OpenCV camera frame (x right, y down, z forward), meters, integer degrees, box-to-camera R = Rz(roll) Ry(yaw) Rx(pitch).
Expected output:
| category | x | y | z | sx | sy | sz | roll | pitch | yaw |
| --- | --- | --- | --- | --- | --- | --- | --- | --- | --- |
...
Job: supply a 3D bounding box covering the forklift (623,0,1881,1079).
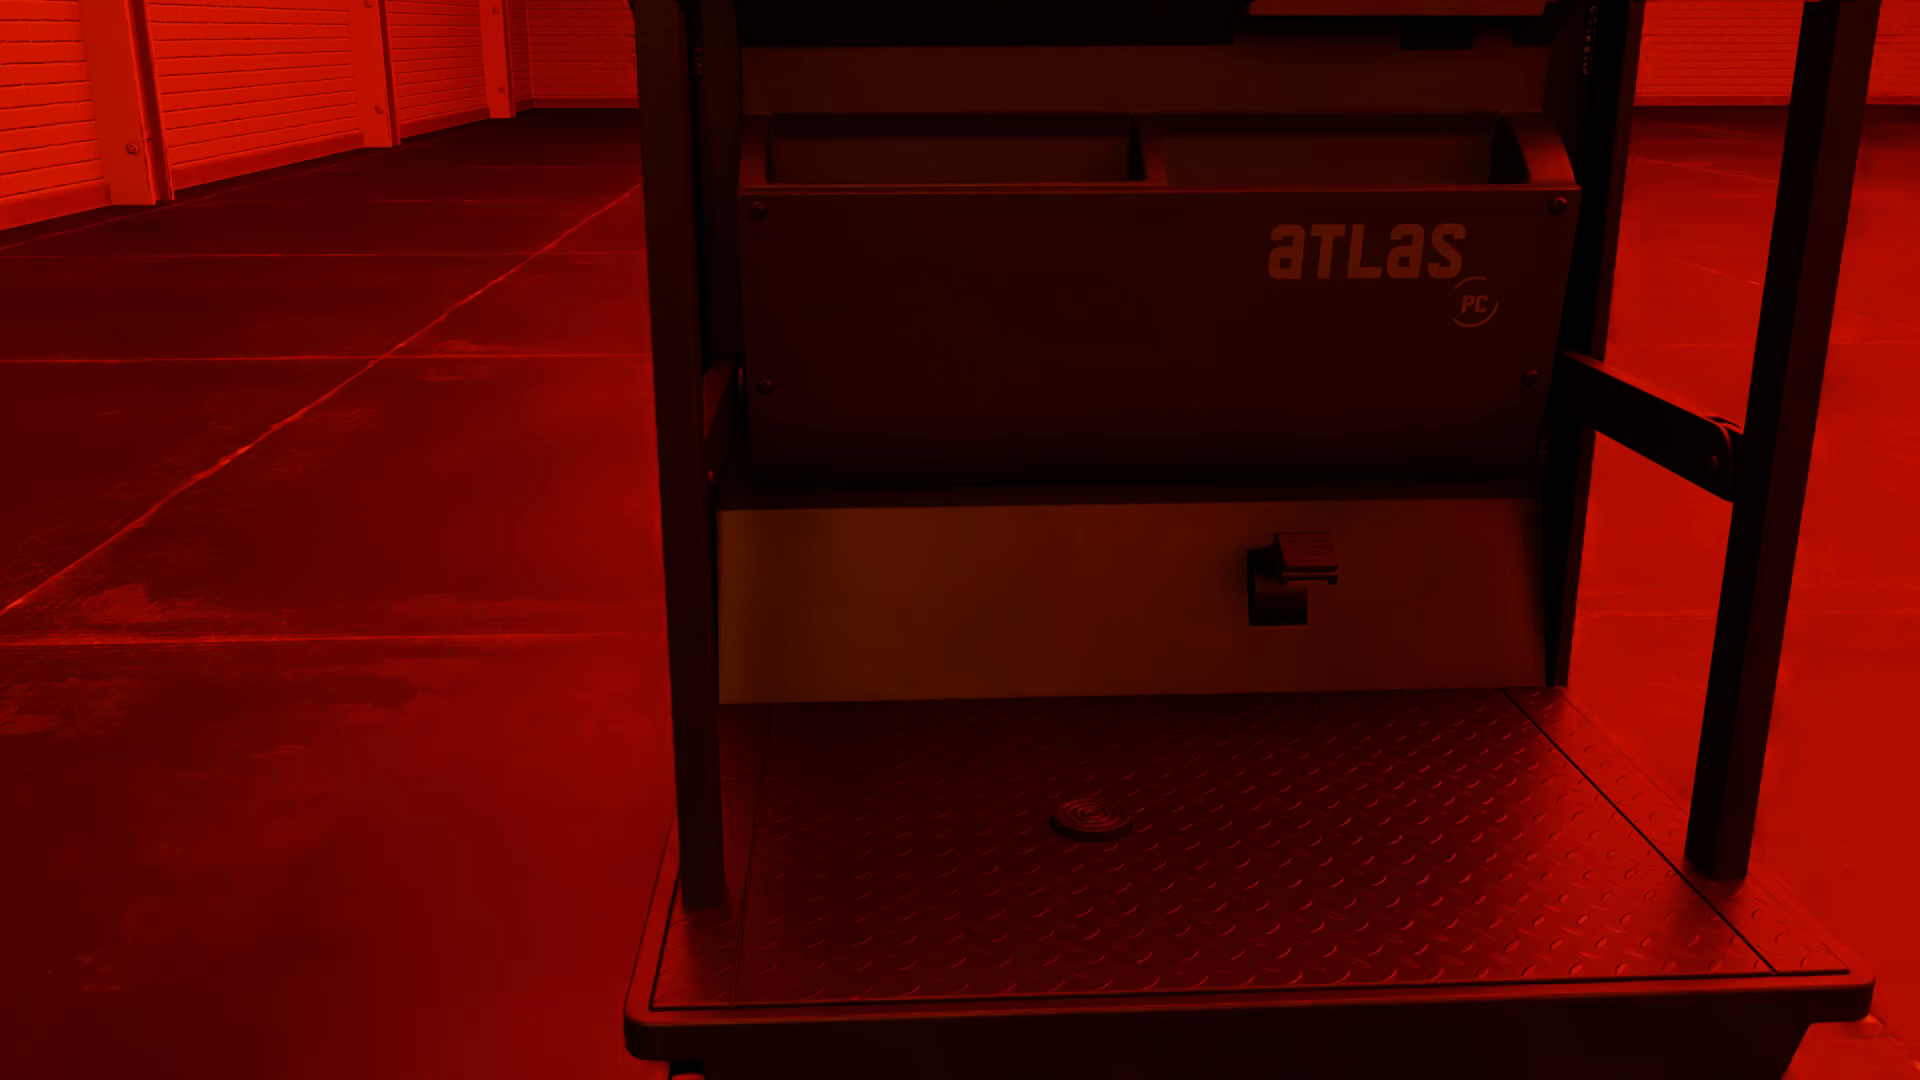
| category | x | y | z | sx | sy | sz | roll | pitch | yaw |
| --- | --- | --- | --- | --- | --- | --- | --- | --- | --- |
| forklift | 0.234 | -0.805 | 1.541 | 1.130 | 2.935 | 3.031 | -1 | 17 | -3 |
